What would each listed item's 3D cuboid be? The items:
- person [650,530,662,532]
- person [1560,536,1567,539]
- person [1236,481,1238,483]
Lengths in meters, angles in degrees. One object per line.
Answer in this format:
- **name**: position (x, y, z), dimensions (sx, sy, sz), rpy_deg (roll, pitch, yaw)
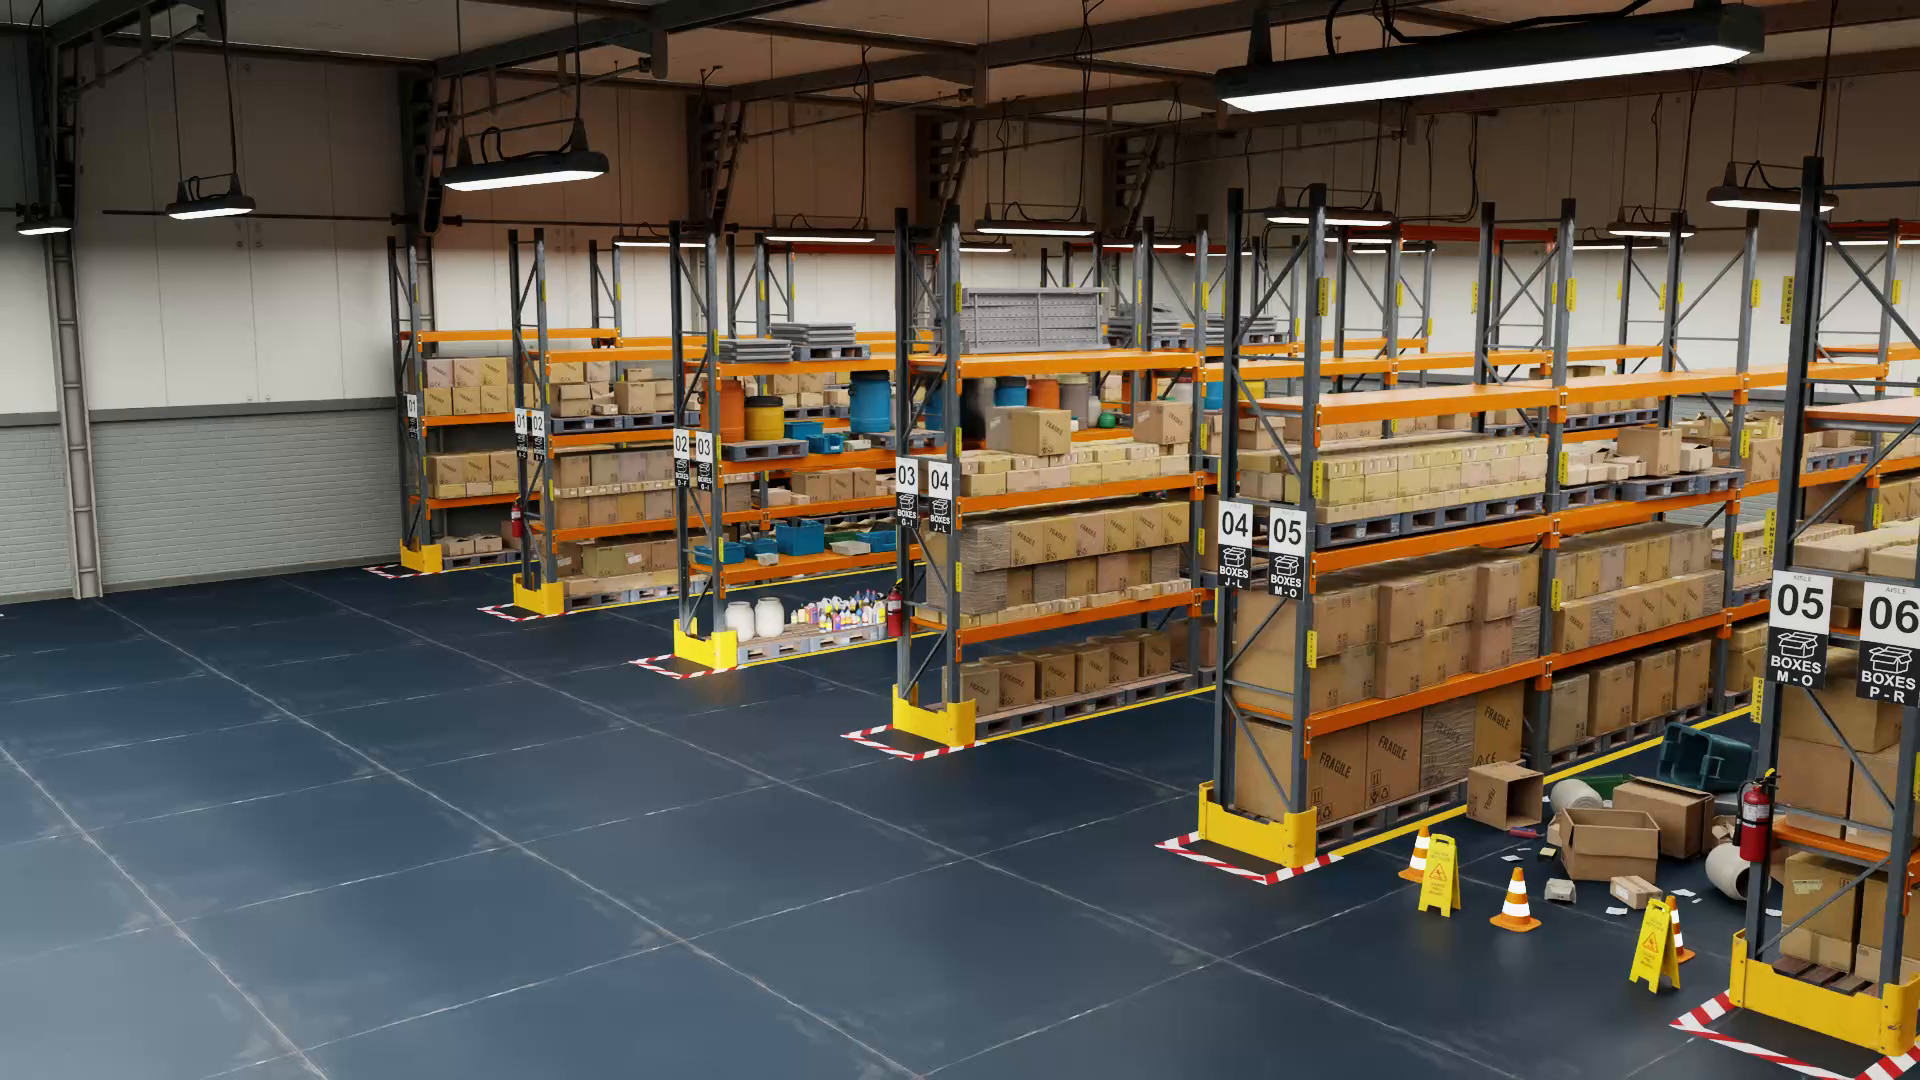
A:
- **person**: position (-5.529, -0.345, 30.446), dimensions (0.591, 1.689, 0.908), rpy_deg (5, 10, 28)
- **person**: position (8.707, 0.717, 23.841), dimensions (0.795, 1.559, 0.551), rpy_deg (-8, 12, -41)
- **person**: position (6.307, -1.406, 37.284), dimensions (0.671, 1.738, 0.830), rpy_deg (-4, 10, -26)
